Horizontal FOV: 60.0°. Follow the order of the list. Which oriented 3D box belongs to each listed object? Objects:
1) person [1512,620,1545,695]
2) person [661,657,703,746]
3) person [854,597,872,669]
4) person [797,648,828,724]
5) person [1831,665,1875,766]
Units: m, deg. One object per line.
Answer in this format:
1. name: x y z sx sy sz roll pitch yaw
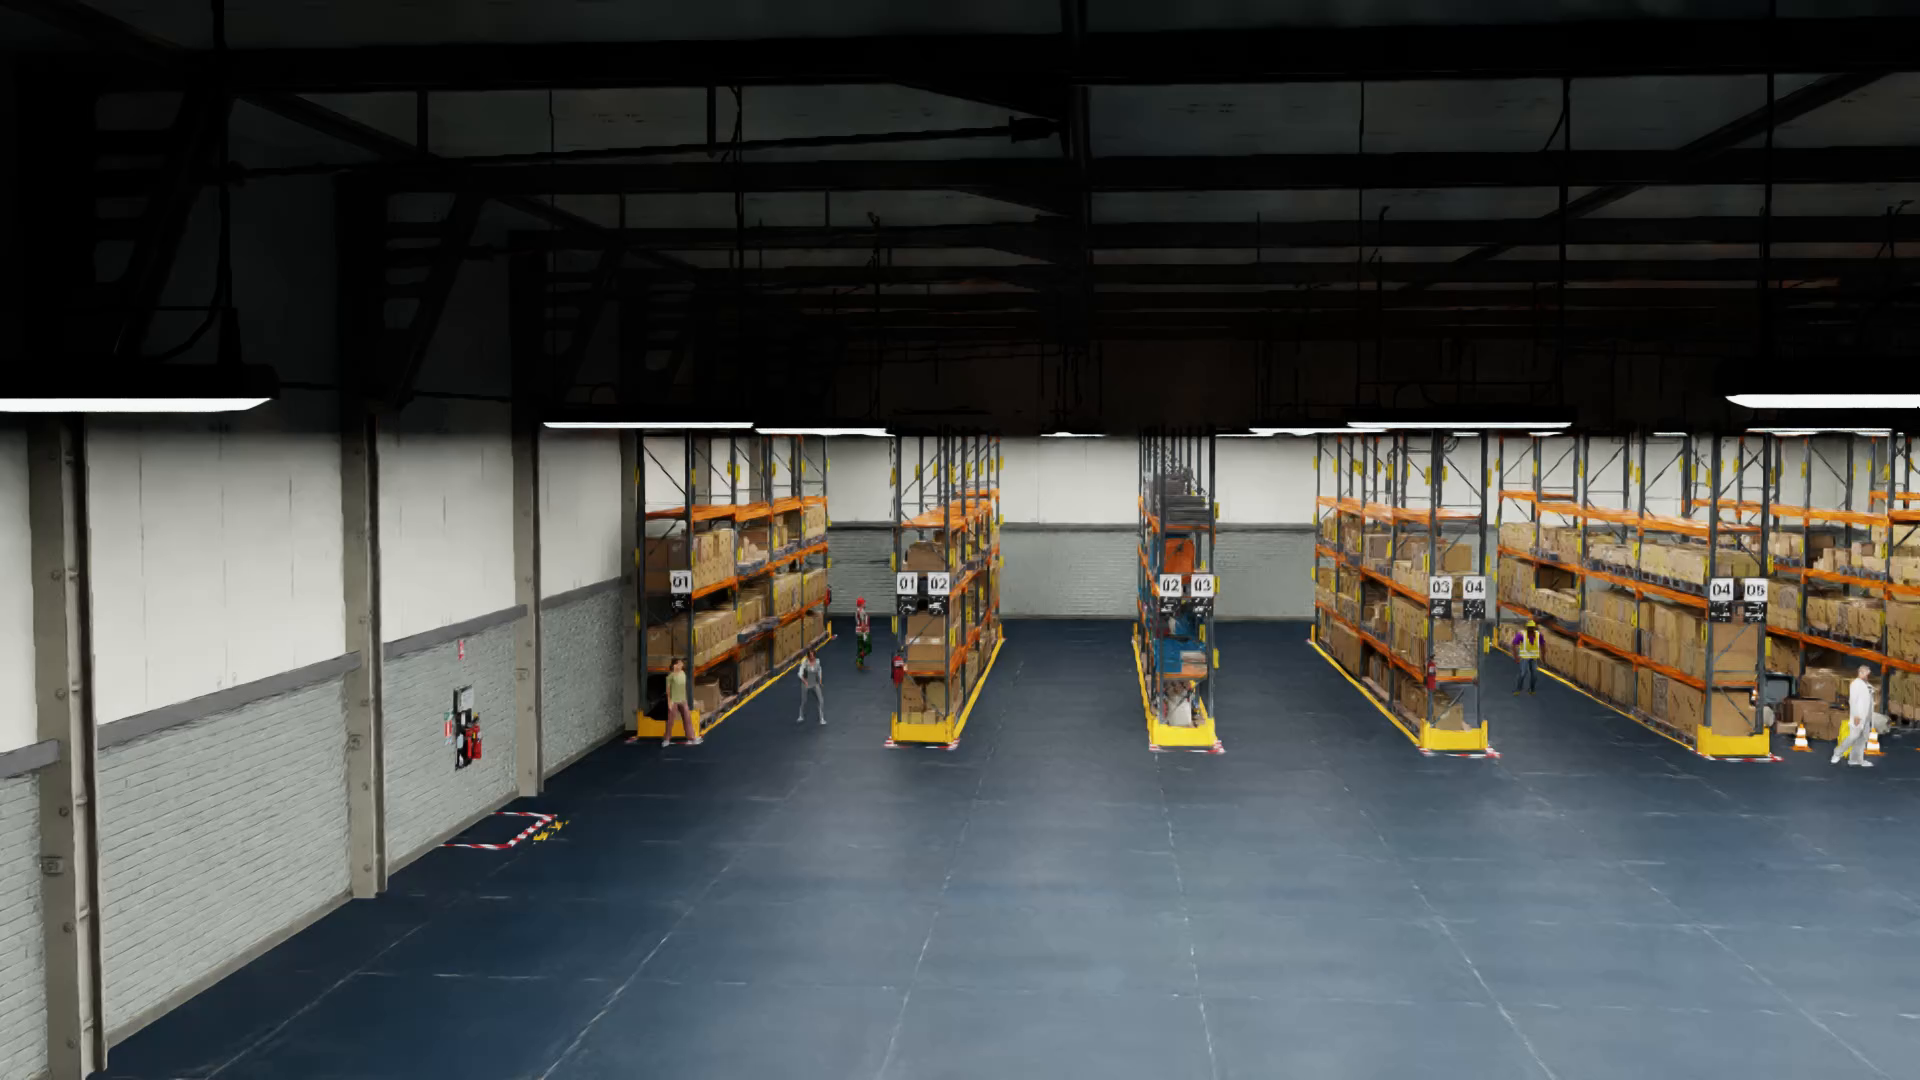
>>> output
1. person: 12.665 2.621 37.027 0.719 1.714 0.578 0 3 4
2. person: -5.225 2.992 30.973 0.564 1.658 0.687 3 5 44
3. person: -2.443 2.318 41.250 0.444 1.786 0.598 -1 4 -21
4. person: -2.994 2.929 33.432 0.562 1.492 0.778 -1 4 -14
5. person: 15.616 3.125 29.072 0.790 1.654 0.553 -2 4 -35
